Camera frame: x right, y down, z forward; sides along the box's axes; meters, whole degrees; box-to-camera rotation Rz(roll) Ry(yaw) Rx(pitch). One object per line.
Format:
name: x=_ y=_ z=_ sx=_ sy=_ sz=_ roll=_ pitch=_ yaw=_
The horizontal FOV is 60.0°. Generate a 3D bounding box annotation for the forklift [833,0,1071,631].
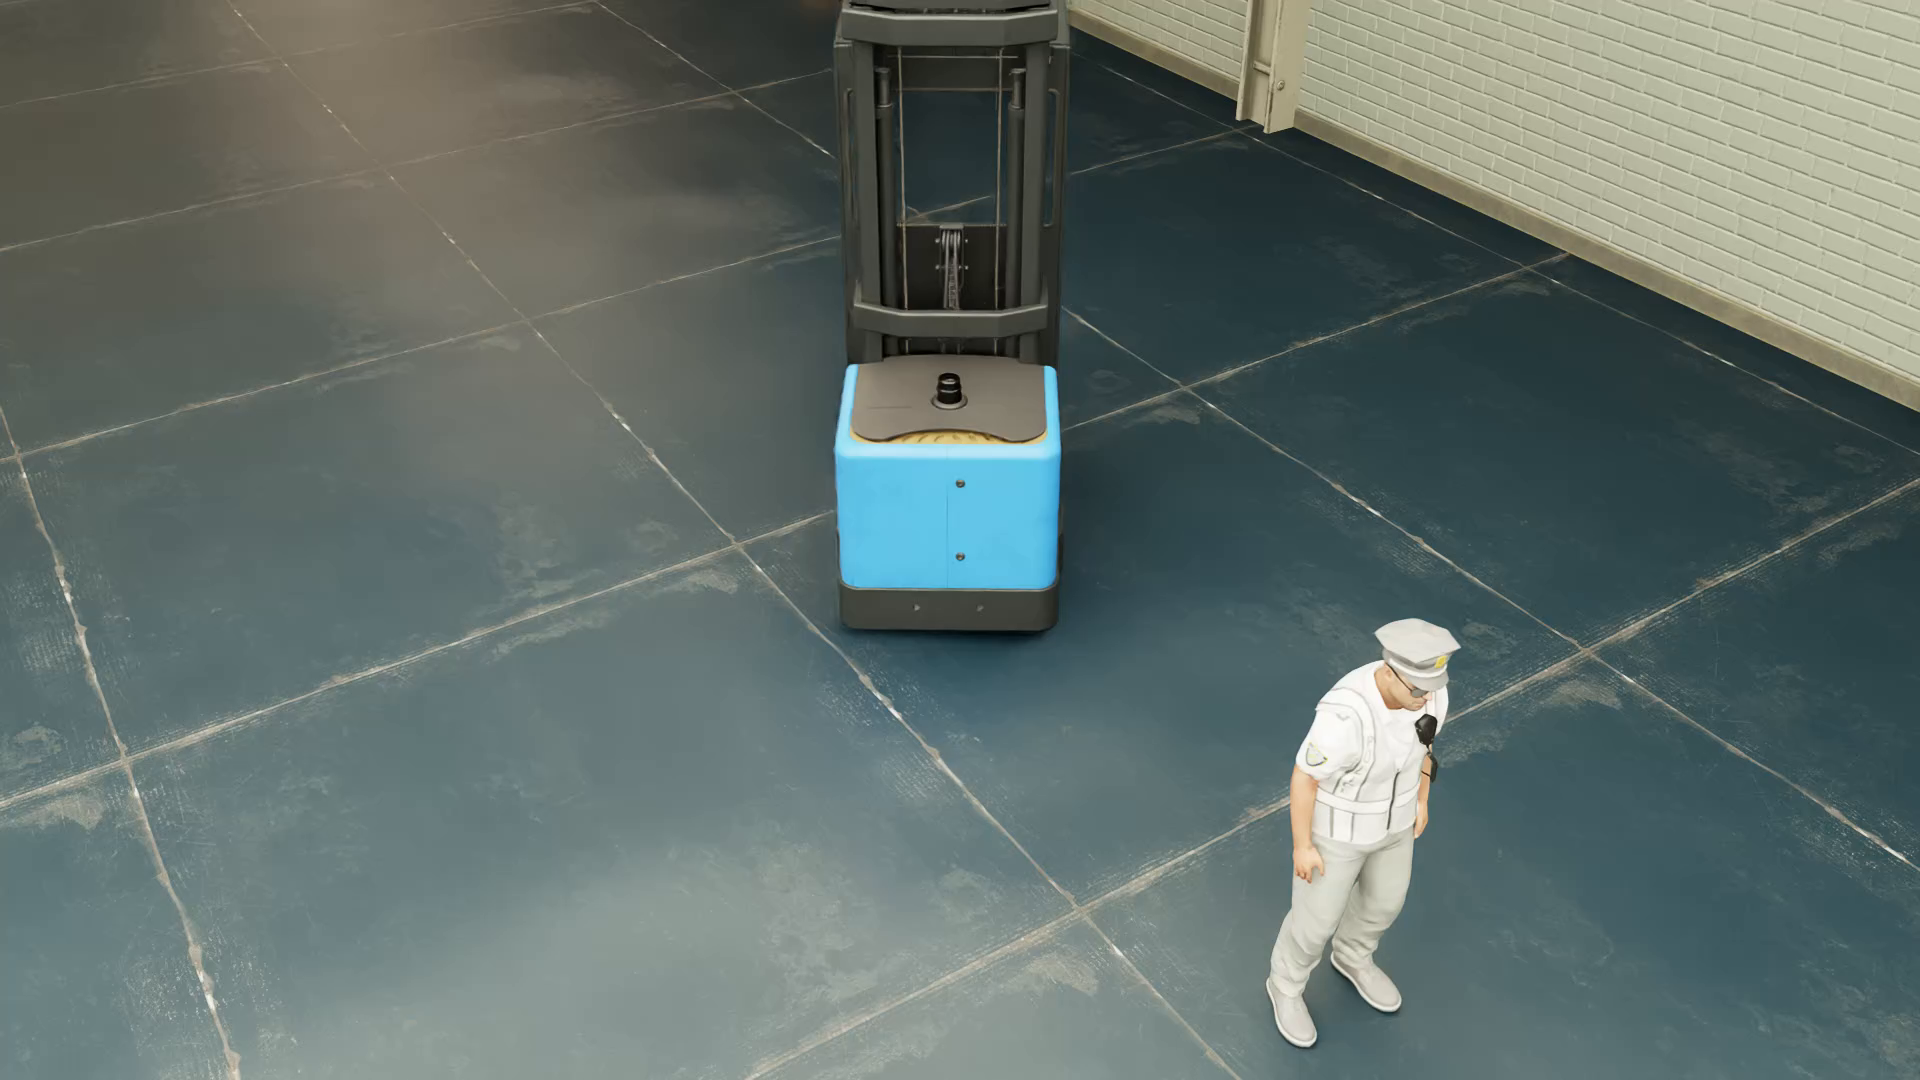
forklift: x=-0.034 y=-1.579 z=8.395 sx=1.130 sy=2.935 sz=3.031 roll=1 pitch=35 yaw=1

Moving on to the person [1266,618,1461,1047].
person: x=1.389 y=0.971 z=5.795 sx=0.585 sy=1.747 sz=0.440 roll=-15 pitch=38 yaw=-21
